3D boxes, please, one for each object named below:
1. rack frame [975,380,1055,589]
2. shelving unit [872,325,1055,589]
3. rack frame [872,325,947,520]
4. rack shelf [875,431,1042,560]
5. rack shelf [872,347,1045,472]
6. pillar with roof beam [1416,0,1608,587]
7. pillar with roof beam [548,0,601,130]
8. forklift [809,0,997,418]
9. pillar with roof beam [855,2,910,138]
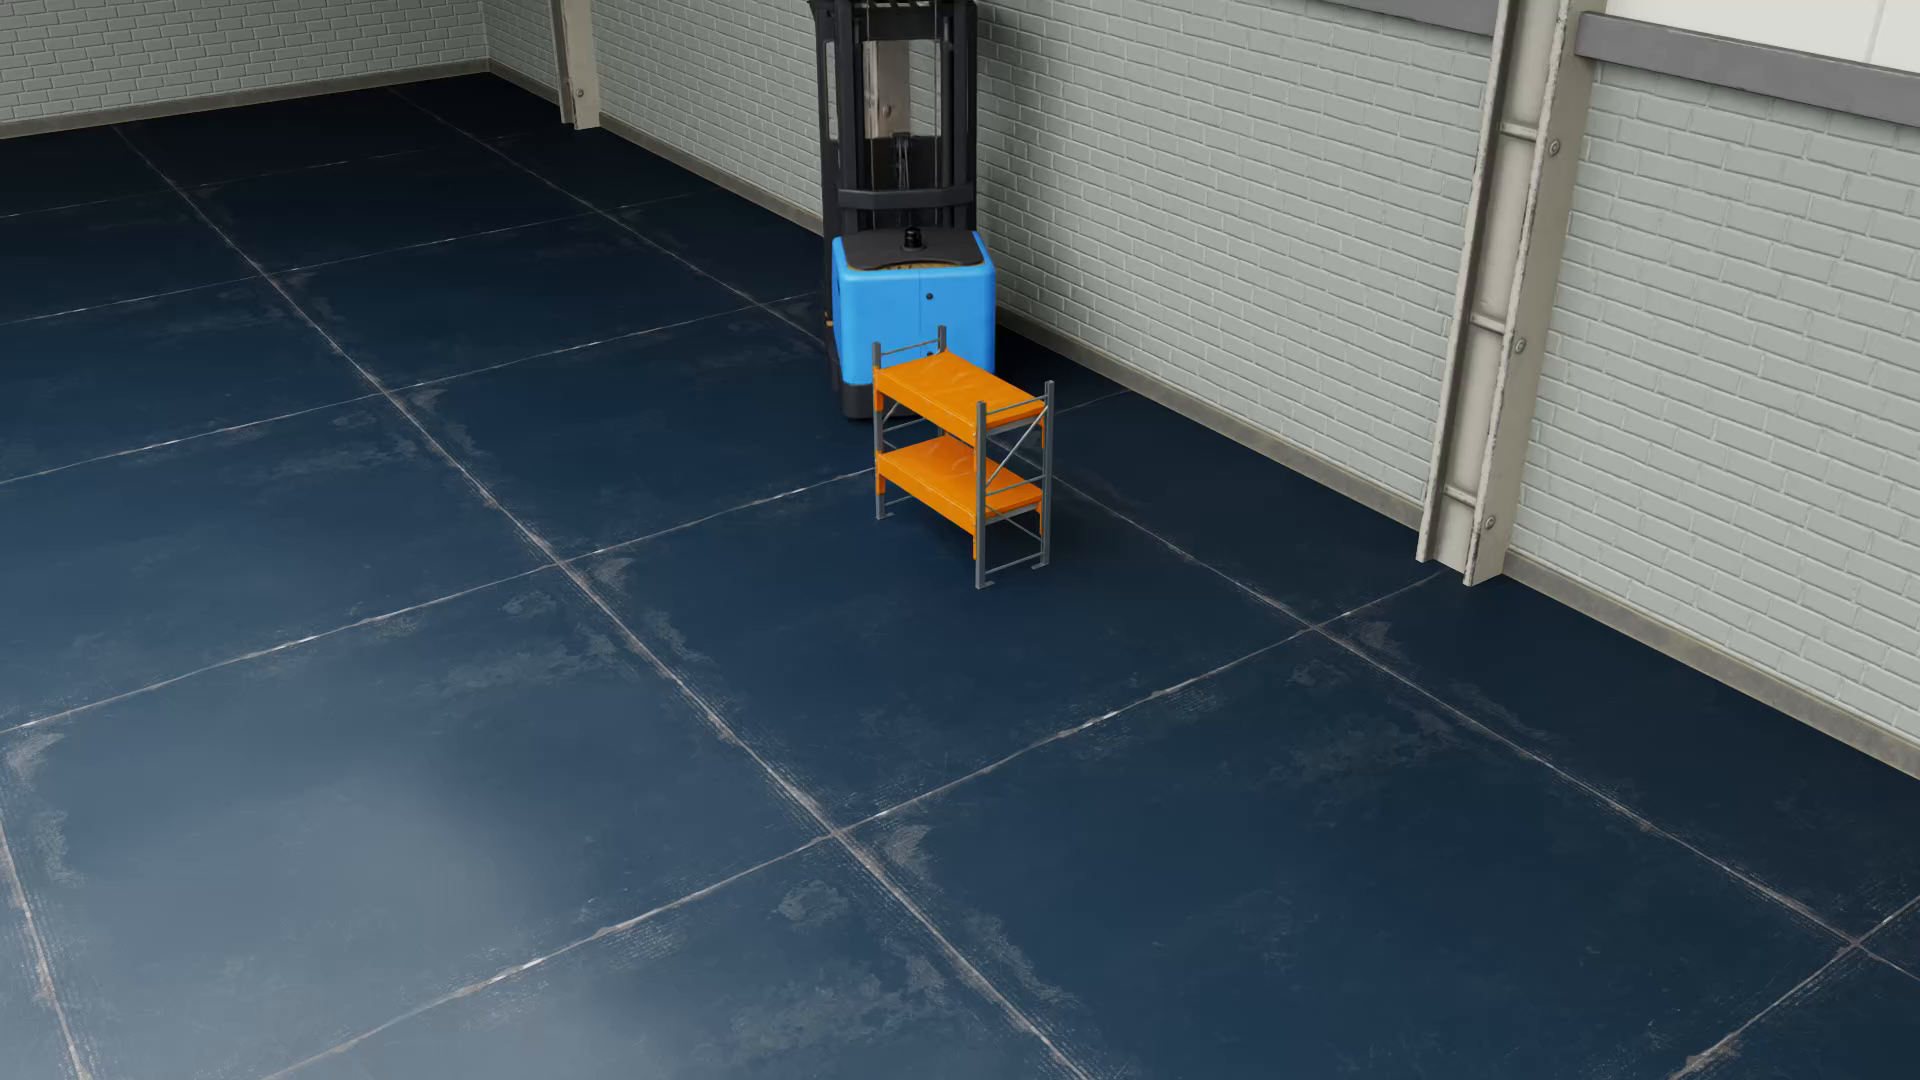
[{"bbox_3d":[0.299,-0.294,9.113,0.500,1.125,0.032,-19,34,-31],"label":"rack frame"},{"bbox_3d":[0.004,-0.492,9.477,0.538,1.125,1.048,-19,34,-31],"label":"shelving unit"},{"bbox_3d":[-0.291,-0.689,9.841,0.500,1.125,0.032,-19,34,-31],"label":"rack frame"},{"bbox_3d":[0.004,-0.277,9.593,0.538,0.278,1.000,-19,34,-31],"label":"rack shelf"},{"bbox_3d":[0.004,-0.749,9.337,0.538,0.278,1.000,-19,34,-31],"label":"rack shelf"},{"bbox_3d":[-0.654,-2.621,5.146,9.100,9.000,0.400,-19,34,-31],"label":"pillar with roof beam"},{"bbox_3d":[-7.614,-7.286,13.736,9.100,9.000,0.400,-19,34,-31],"label":"pillar with roof beam"},{"bbox_3d":[-0.460,-2.778,11.794,1.130,2.935,3.031,-4,29,-7],"label":"forklift"},{"bbox_3d":[-4.134,-4.953,9.441,9.100,9.000,0.400,-19,34,-31],"label":"pillar with roof beam"}]
